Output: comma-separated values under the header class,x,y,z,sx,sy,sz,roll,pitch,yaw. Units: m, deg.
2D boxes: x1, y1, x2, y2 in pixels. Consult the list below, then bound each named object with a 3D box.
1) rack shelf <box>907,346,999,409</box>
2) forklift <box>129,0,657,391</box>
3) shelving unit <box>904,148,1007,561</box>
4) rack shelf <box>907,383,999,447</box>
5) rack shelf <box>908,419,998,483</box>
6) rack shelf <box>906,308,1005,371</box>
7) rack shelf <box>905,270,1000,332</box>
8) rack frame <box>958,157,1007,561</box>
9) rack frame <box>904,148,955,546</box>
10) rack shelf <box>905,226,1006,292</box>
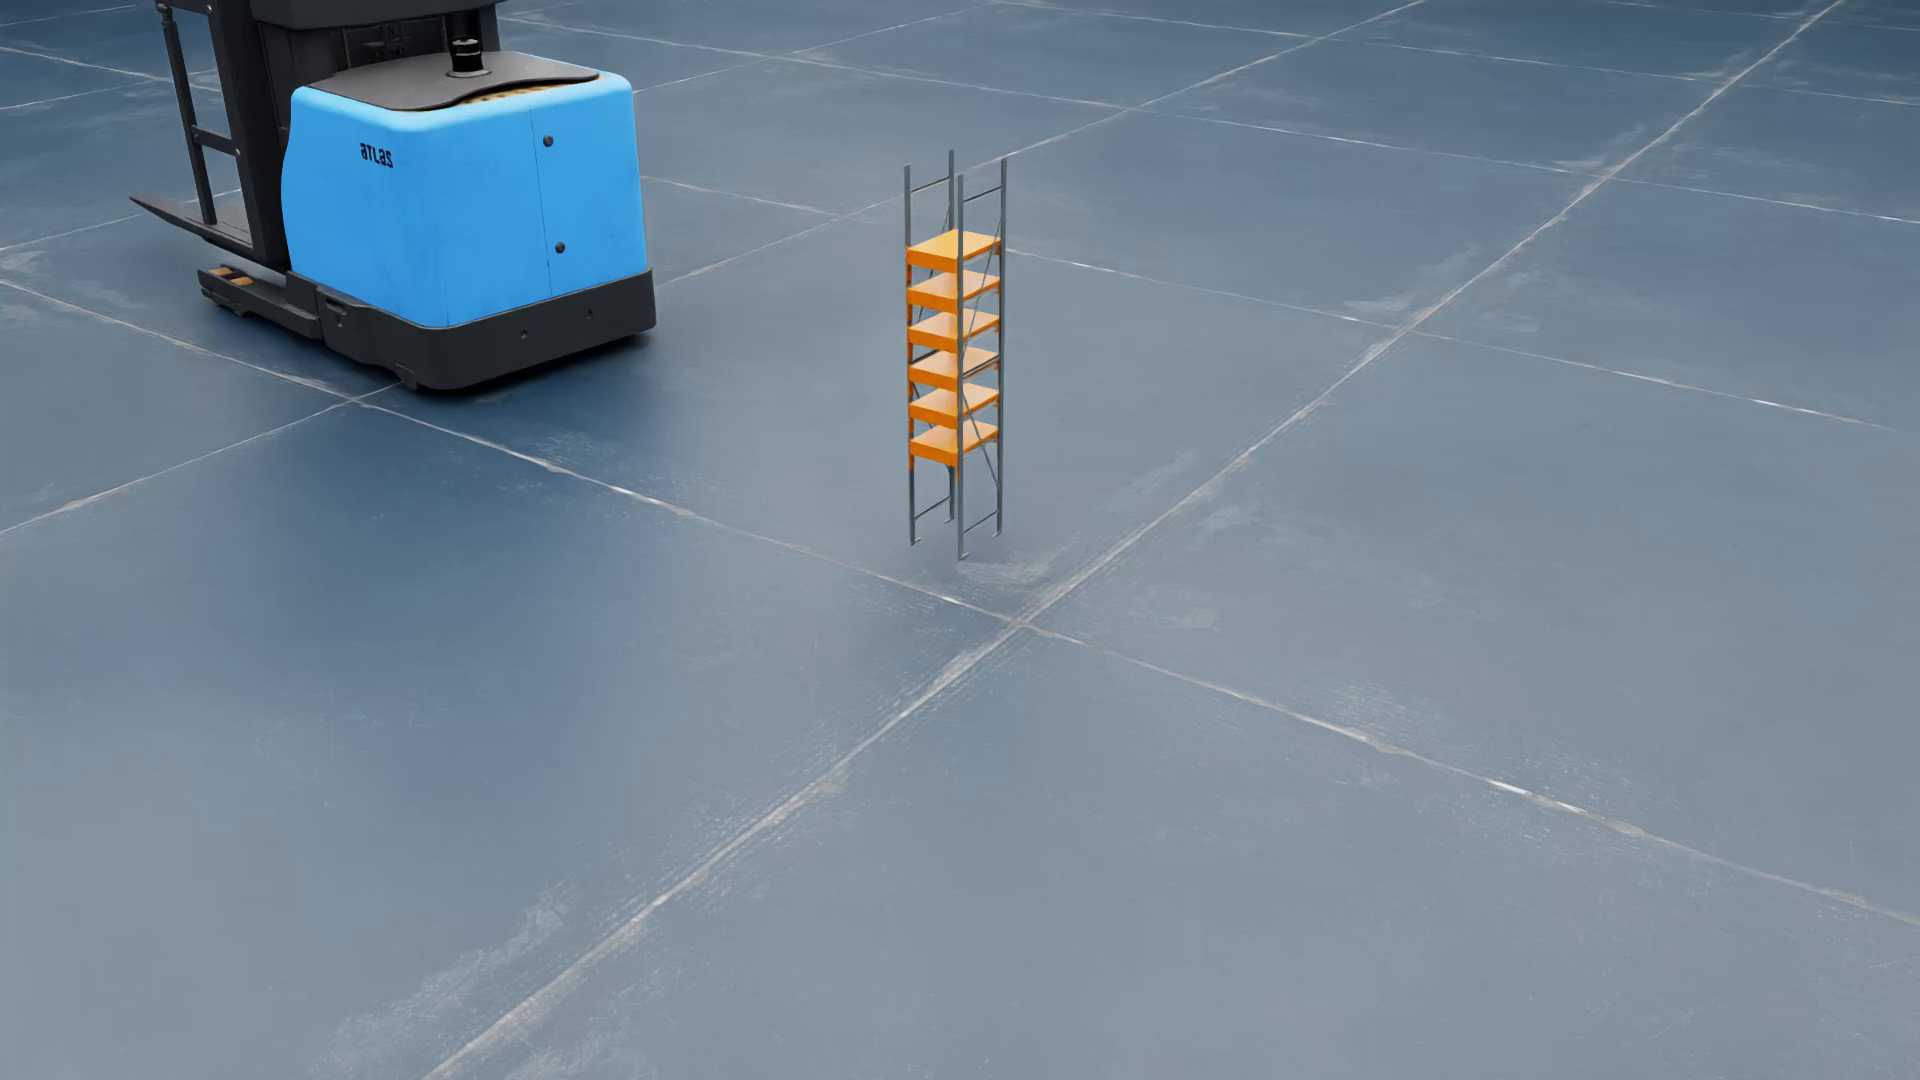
class,x,y,z,sx,sy,sz,roll,pitch,yaw
rack shelf,-0.012,-0.499,5.005,0.180,0.103,0.258,17,32,30
forklift,-2.673,-2.420,6.774,3.031,2.935,1.130,23,35,37
shelving unit,-0.012,-0.538,4.985,0.189,1.200,0.258,17,32,30
rack shelf,-0.012,-0.392,5.060,0.180,0.103,0.258,17,32,30
rack shelf,-0.012,-0.285,5.114,0.180,0.103,0.258,17,32,30
rack shelf,-0.012,-0.606,4.951,0.180,0.103,0.258,17,32,30
rack shelf,-0.012,-0.713,4.896,0.180,0.103,0.258,17,32,30
rack frame,0.063,-0.515,4.939,0.006,1.200,0.240,17,32,30
rack frame,-0.087,-0.562,5.031,0.006,1.200,0.240,17,32,30
rack shelf,-0.012,-0.820,4.842,0.180,0.103,0.258,17,32,30
